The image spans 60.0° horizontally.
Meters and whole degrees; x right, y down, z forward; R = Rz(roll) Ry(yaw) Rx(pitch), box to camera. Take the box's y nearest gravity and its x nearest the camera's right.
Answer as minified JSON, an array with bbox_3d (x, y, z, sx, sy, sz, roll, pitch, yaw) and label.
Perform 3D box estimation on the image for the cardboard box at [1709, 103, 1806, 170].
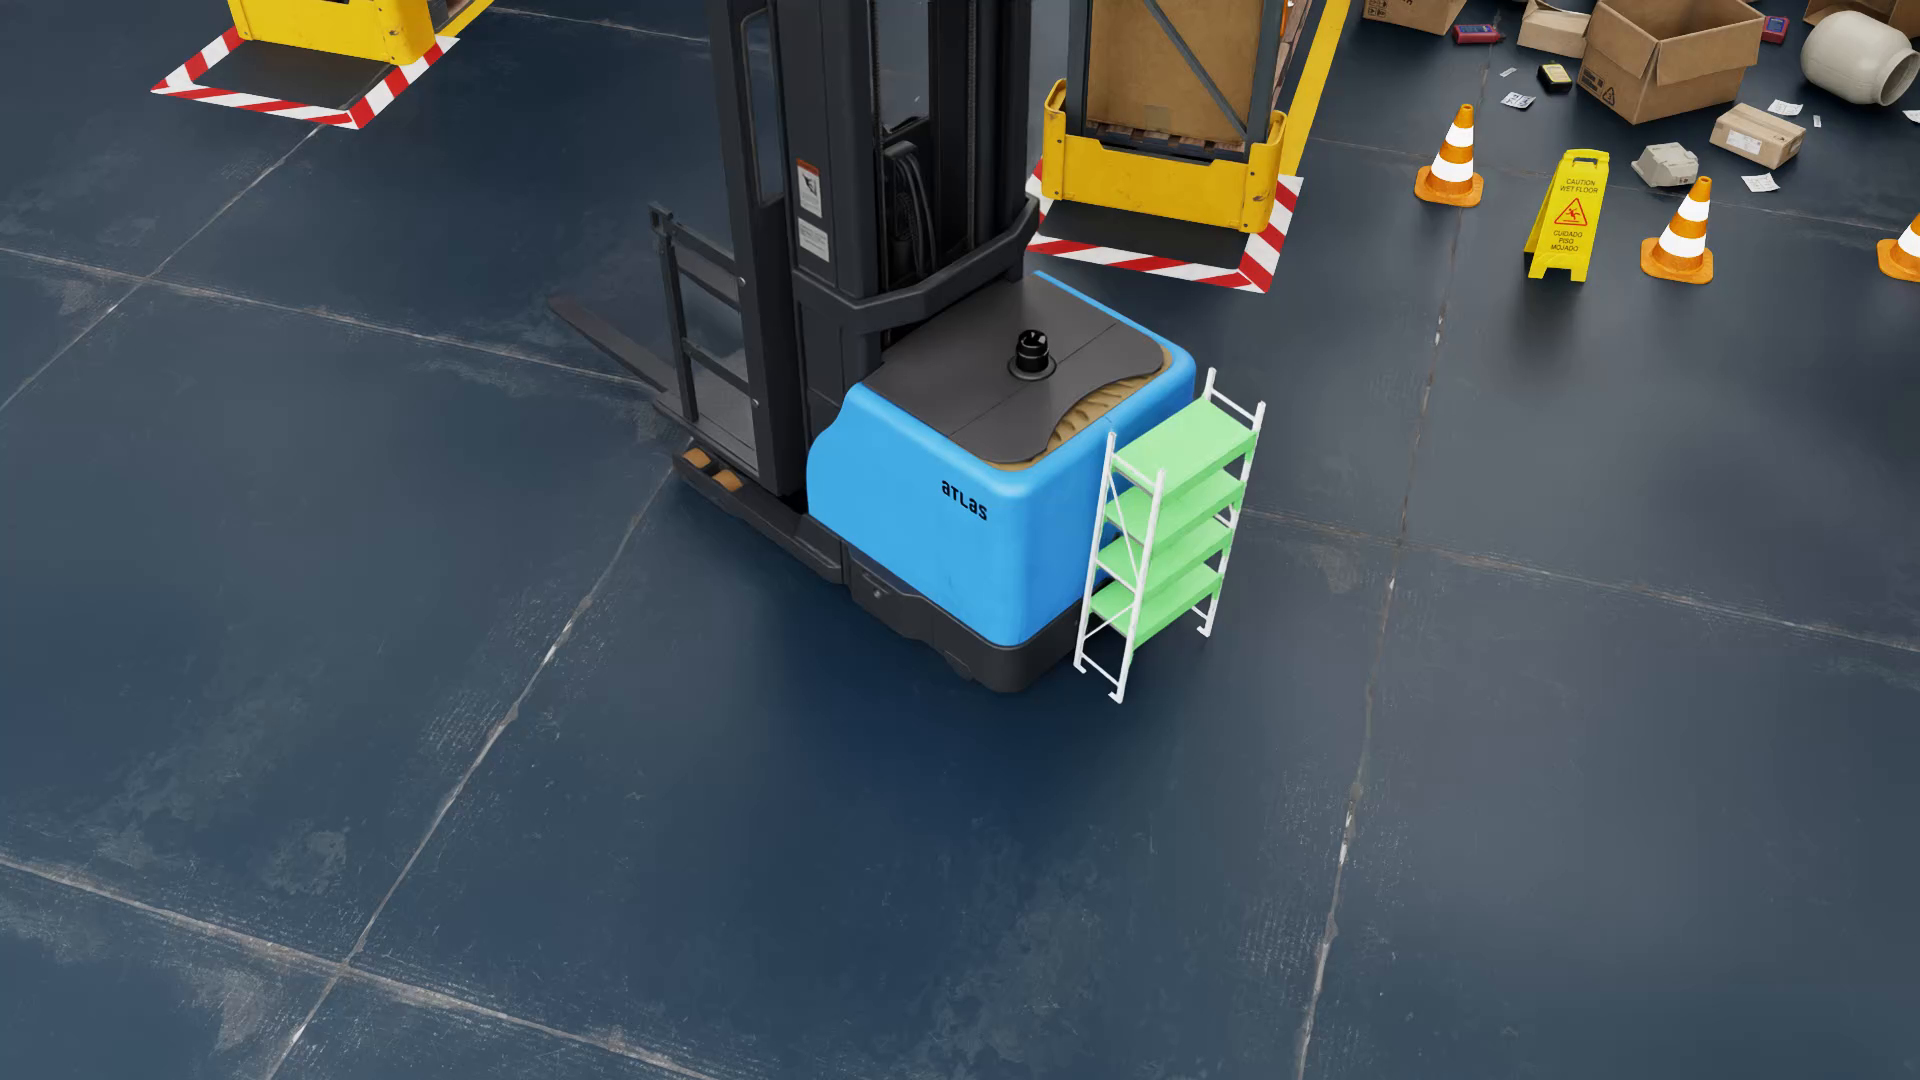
[{"bbox_3d":[4.239,-2.149,8.840,0.250,0.149,0.380,-33,53,-29],"label":"cardboard box"}]

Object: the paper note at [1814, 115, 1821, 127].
[{"bbox_3d":[4.681,-2.287,9.080,0.032,0.001,0.123,13,46,13],"label":"paper note"}]

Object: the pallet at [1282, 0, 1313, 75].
[{"bbox_3d":[1.558,-3.211,9.881,1.003,0.211,1.213,13,46,13],"label":"pallet"}]

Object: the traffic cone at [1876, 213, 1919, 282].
[{"bbox_3d":[4.668,-1.520,7.972,0.336,0.463,0.334,13,46,13],"label":"traffic cone"}]

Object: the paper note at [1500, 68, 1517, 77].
[{"bbox_3d":[3.120,-2.663,9.464,0.123,0.001,0.032,-33,53,-29],"label":"paper note"}]

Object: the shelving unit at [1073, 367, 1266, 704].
[{"bbox_3d":[0.719,0.011,5.870,0.503,1.200,0.258,-33,57,-29],"label":"shelving unit"}]

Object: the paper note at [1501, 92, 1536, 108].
[{"bbox_3d":[3.099,-2.444,9.227,0.144,0.017,0.142,28,51,26],"label":"paper note"}]

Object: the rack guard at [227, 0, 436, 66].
[{"bbox_3d":[-3.655,-3.123,9.584,1.175,0.500,0.348,13,46,13],"label":"rack guard"}]

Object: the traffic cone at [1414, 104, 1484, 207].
[{"bbox_3d":[2.533,-1.994,8.457,0.336,0.463,0.334,13,46,13],"label":"traffic cone"}]

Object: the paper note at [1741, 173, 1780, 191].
[{"bbox_3d":[4.156,-1.857,8.626,0.148,0.019,0.142,-2,44,-2],"label":"paper note"}]

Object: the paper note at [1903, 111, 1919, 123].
[{"bbox_3d":[5.264,-2.319,9.098,0.142,0.019,0.148,-2,44,-2],"label":"paper note"}]

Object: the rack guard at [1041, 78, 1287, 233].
[{"bbox_3d":[1.012,-1.938,8.373,1.175,0.500,0.348,13,46,13],"label":"rack guard"}]

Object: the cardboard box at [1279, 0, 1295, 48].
[{"bbox_3d":[1.426,-3.291,9.188,0.875,0.875,0.875,12,46,12],"label":"cardboard box"}]

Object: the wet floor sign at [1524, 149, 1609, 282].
[{"bbox_3d":[2.897,-1.568,7.891,0.267,0.644,0.232,5,45,5],"label":"wet floor sign"}]

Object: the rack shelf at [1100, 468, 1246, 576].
[{"bbox_3d":[0.727,-0.109,5.740,0.480,0.148,0.258,-33,57,-29],"label":"rack shelf"}]

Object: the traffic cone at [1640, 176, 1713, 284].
[{"bbox_3d":[3.507,-1.528,7.981,0.336,0.463,0.334,13,46,13],"label":"traffic cone"}]

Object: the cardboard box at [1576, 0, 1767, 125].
[{"bbox_3d":[3.886,-2.681,9.130,0.797,0.503,0.637,-16,47,-16],"label":"cardboard box"}]

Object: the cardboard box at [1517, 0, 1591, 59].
[{"bbox_3d":[3.465,-3.001,9.627,0.396,0.266,0.258,20,48,19],"label":"cardboard box"}]

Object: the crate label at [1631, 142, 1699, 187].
[{"bbox_3d":[3.686,-1.949,8.644,0.250,0.136,0.298,-9,45,-9],"label":"crate label"}]

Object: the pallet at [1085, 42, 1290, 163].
[{"bbox_3d":[1.186,-2.401,9.052,1.003,0.211,1.213,13,46,13],"label":"pallet"}]

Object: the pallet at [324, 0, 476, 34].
[{"bbox_3d":[-3.375,-3.554,10.231,1.003,0.211,1.213,13,46,13],"label":"pallet"}]

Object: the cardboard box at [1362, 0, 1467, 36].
[{"bbox_3d":[2.738,-3.369,9.834,0.500,0.500,0.500,20,48,19],"label":"cardboard box"}]

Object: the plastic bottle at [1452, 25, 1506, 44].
[{"bbox_3d":[3.041,-2.962,9.733,0.283,0.061,0.133,-2,44,-2],"label":"plastic bottle"}]

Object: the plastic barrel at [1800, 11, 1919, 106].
[{"bbox_3d":[4.950,-2.643,9.149,0.421,0.421,0.512,-24,49,-22],"label":"plastic barrel"}]

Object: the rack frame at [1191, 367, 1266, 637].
[{"bbox_3d":[0.898,-0.105,5.988,0.015,1.200,0.240,-33,57,-29],"label":"rack frame"}]

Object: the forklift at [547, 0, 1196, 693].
[{"bbox_3d":[-0.554,-1.404,6.090,3.031,2.935,1.130,34,54,30],"label":"forklift"}]

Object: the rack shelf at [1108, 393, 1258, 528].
[{"bbox_3d":[0.737,-0.272,5.565,0.480,0.148,0.258,-33,57,-29],"label":"rack shelf"}]

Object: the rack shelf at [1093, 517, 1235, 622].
[{"bbox_3d":[0.716,0.054,5.916,0.480,0.148,0.258,-33,57,-29],"label":"rack shelf"}]

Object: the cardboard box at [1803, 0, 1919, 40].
[{"bbox_3d":[5.357,-3.214,9.676,0.500,0.500,0.500,-24,49,-22],"label":"cardboard box"}]

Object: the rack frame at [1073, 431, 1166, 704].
[{"bbox_3d":[0.539,0.126,5.751,0.015,1.200,0.240,-33,57,-29],"label":"rack frame"}]

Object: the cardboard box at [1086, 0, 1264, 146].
[{"bbox_3d":[1.161,-2.704,8.588,0.875,0.875,0.875,13,46,13],"label":"cardboard box"}]

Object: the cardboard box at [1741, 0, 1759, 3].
[{"bbox_3d":[4.686,-3.467,10.103,0.258,0.266,0.396,-16,47,-16],"label":"cardboard box"}]

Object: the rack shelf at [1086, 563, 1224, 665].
[{"bbox_3d":[0.705,0.217,6.092,0.480,0.148,0.258,-33,57,-29],"label":"rack shelf"}]

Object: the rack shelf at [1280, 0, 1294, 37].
[{"bbox_3d":[1.625,-3.924,9.129,1.077,0.370,4.000,13,46,13],"label":"rack shelf"}]

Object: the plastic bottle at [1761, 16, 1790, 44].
[{"bbox_3d":[4.800,-3.020,9.792,0.133,0.061,0.283,20,48,19],"label":"plastic bottle"}]

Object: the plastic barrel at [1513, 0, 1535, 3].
[{"bbox_3d":[3.349,-3.512,10.036,0.421,0.421,0.512,-24,49,-22],"label":"plastic barrel"}]

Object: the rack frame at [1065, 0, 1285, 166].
[{"bbox_3d":[1.019,-2.848,7.515,1.000,3.000,0.127,13,46,13],"label":"rack frame"}]

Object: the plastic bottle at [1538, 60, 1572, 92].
[{"bbox_3d":[3.349,-2.626,9.390,0.133,0.061,0.283,-2,44,-2],"label":"plastic bottle"}]

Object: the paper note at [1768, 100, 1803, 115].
[{"bbox_3d":[4.556,-2.388,9.176,0.148,0.019,0.142,28,51,26],"label":"paper note"}]
